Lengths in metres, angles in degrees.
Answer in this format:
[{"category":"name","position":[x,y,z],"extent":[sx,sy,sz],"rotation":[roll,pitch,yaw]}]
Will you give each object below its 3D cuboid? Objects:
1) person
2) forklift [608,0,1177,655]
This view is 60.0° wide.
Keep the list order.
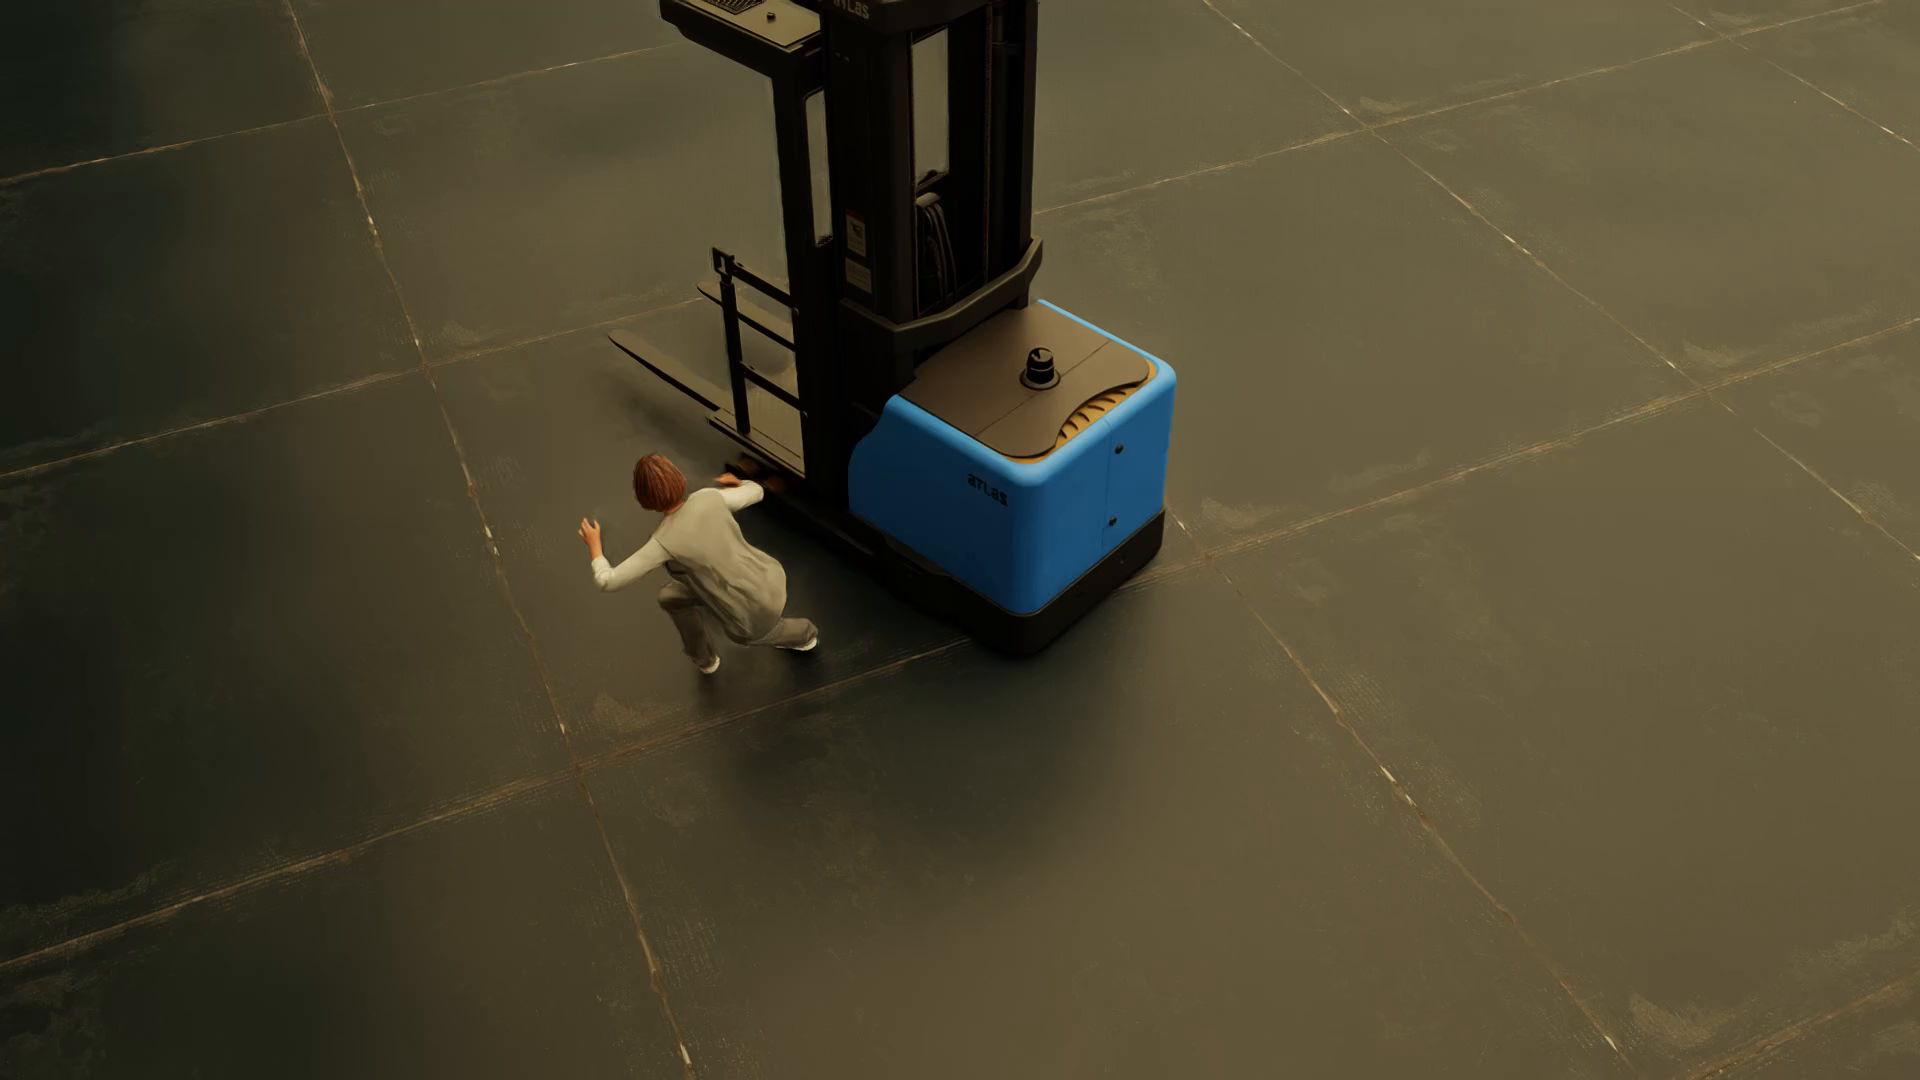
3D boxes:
[{"category":"person","position":[-1.056,0.124,6.681],"extent":[0.820,1.368,0.848],"rotation":[8,44,8]},{"category":"forklift","position":[-0.492,-1.451,7.235],"extent":[3.031,2.935,1.130],"rotation":[32,52,30]}]
